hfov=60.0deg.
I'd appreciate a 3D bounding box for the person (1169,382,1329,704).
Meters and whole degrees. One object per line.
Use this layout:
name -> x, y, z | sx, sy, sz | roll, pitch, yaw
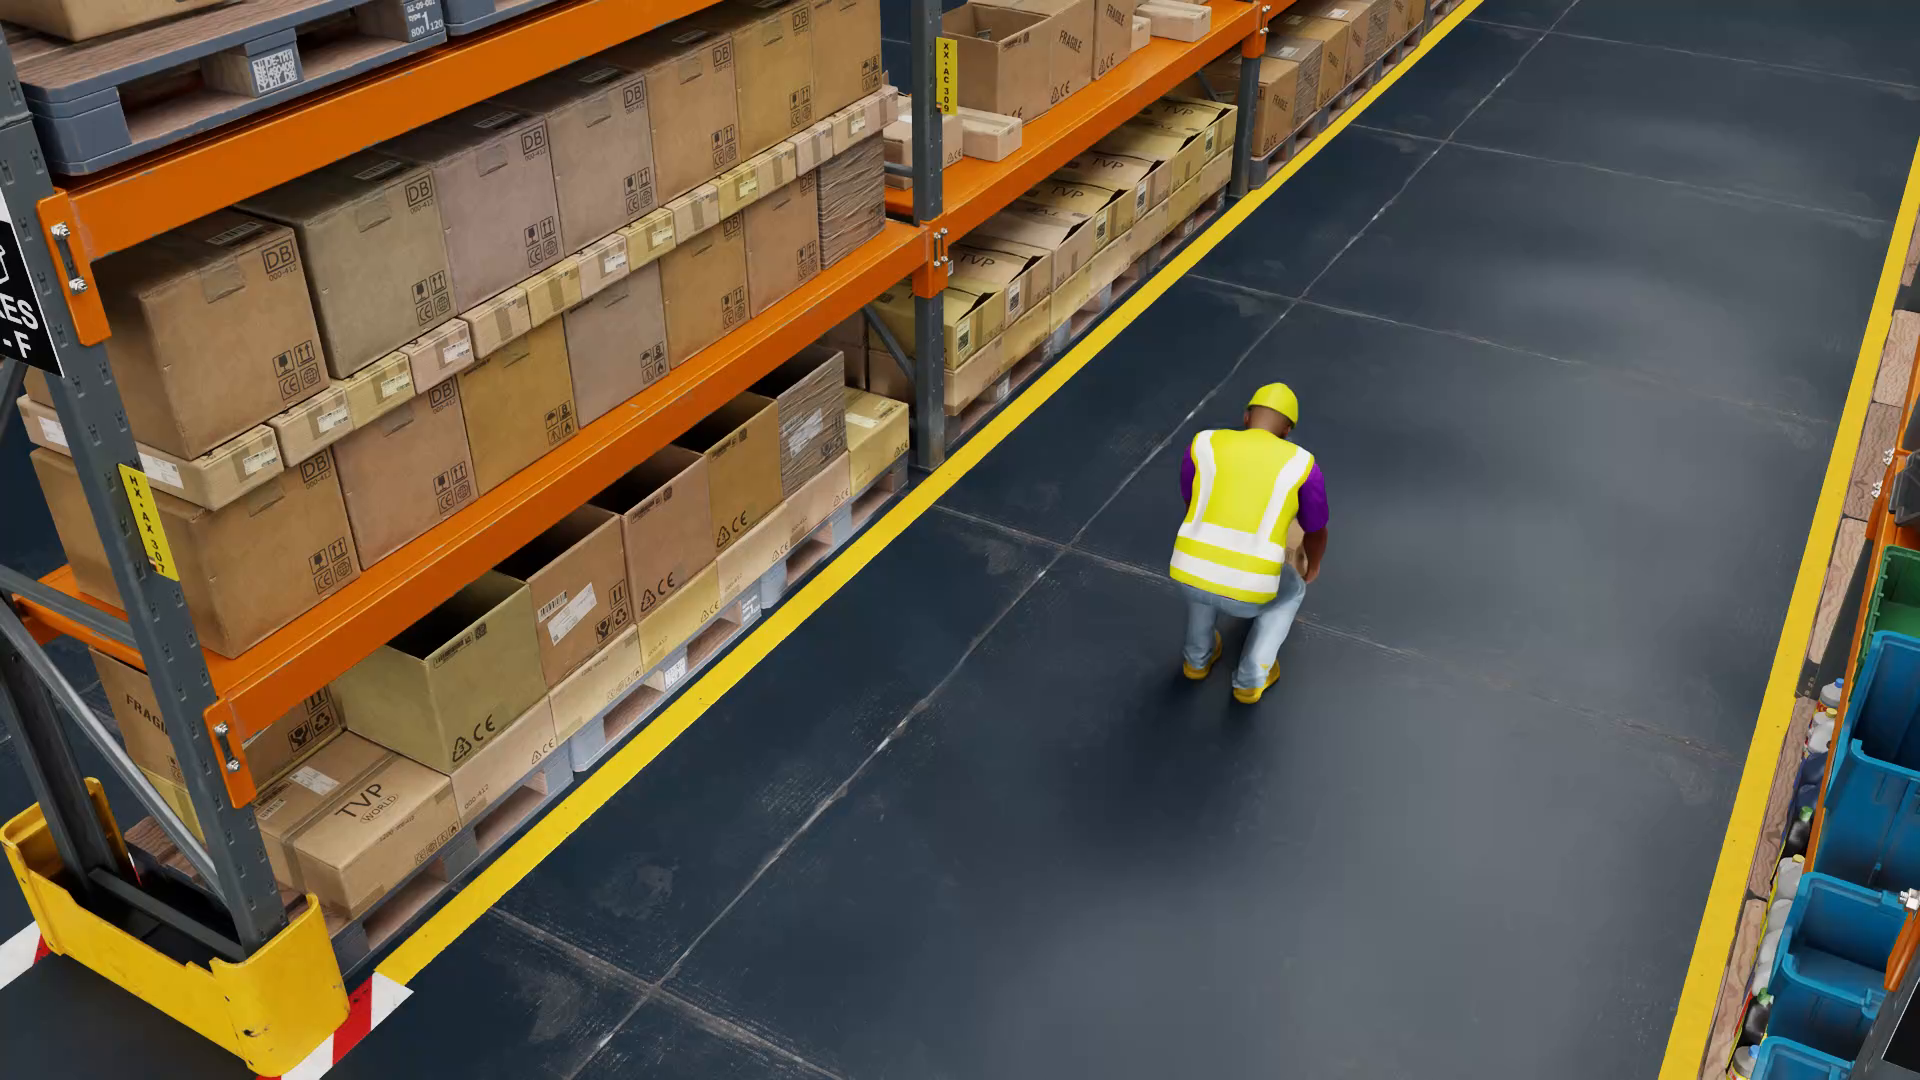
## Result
person -> 1.104, 0.021, 6.639 | 0.612, 1.156, 0.852 | 18, 38, 24
